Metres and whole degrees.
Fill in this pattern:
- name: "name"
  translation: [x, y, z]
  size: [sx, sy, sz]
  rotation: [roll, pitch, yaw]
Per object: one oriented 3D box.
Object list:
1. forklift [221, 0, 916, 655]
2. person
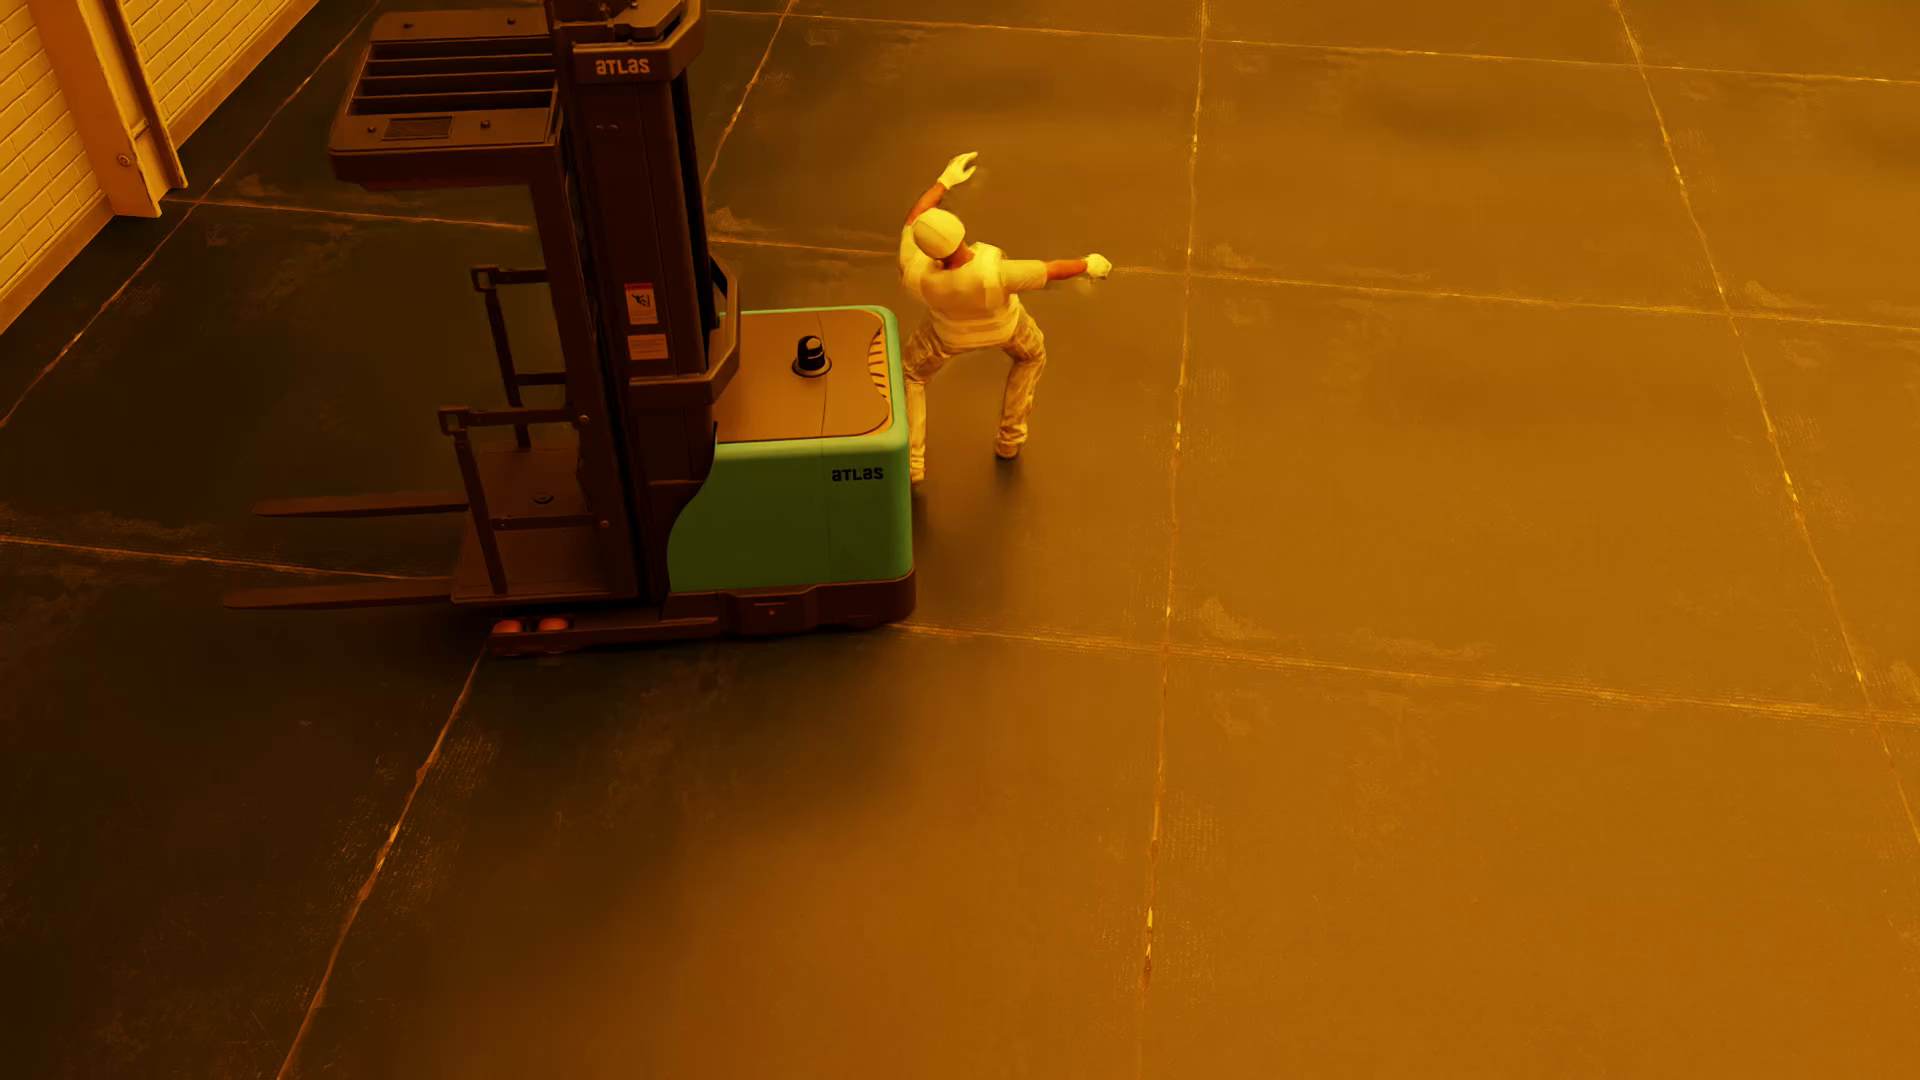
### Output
- name: "forklift"
  translation: [-1.742, -0.942, 6.749]
  size: [3.031, 2.935, 1.130]
  rotation: [-3, 43, -4]
- name: "person"
  translation: [0.185, -1.025, 7.851]
  size: [1.079, 1.538, 0.782]
  rotation: [-4, 43, -4]
